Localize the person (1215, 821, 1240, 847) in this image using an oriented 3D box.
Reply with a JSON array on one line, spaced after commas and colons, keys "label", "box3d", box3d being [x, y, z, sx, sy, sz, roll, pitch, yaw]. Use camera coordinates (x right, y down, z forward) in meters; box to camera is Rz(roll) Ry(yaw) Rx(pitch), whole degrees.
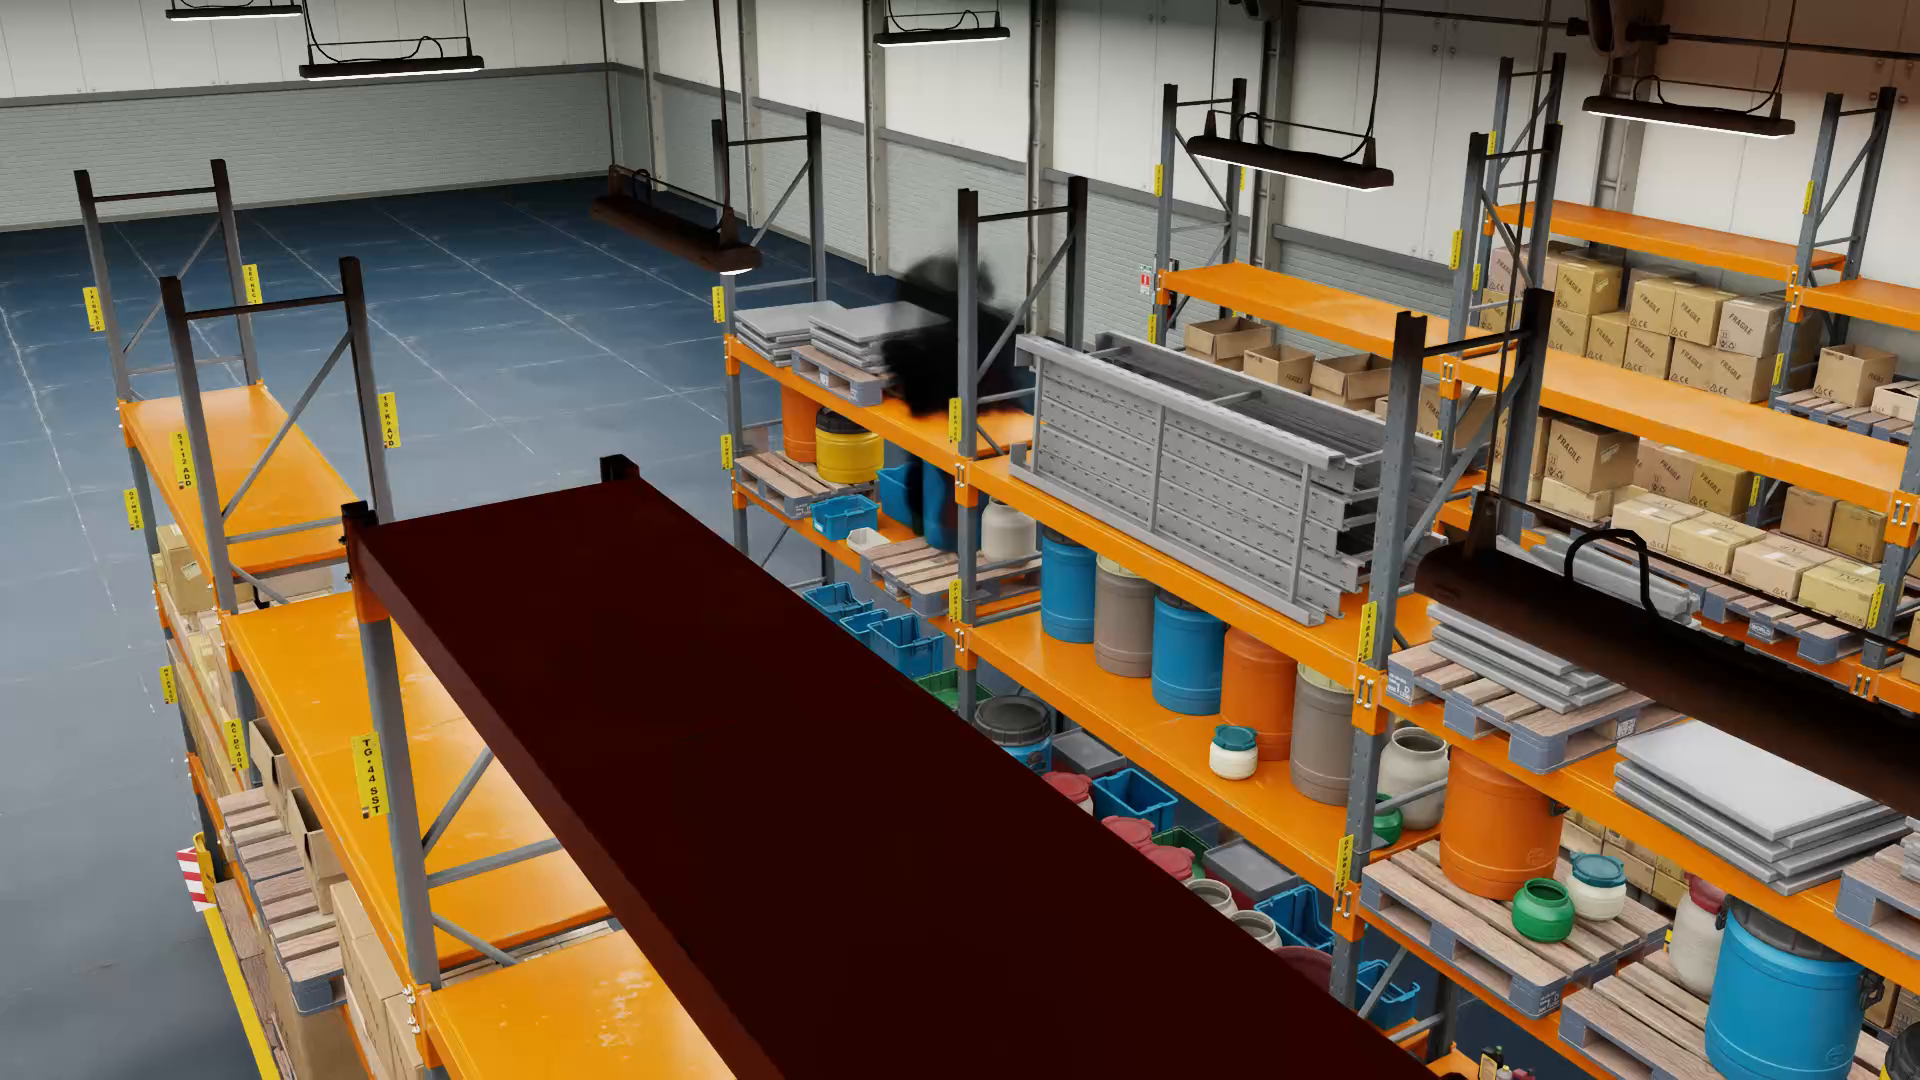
[{"label": "person", "box3d": [2.317, 2.016, 13.267, 0.658, 1.790, 0.893, -15, 26, -33]}]
